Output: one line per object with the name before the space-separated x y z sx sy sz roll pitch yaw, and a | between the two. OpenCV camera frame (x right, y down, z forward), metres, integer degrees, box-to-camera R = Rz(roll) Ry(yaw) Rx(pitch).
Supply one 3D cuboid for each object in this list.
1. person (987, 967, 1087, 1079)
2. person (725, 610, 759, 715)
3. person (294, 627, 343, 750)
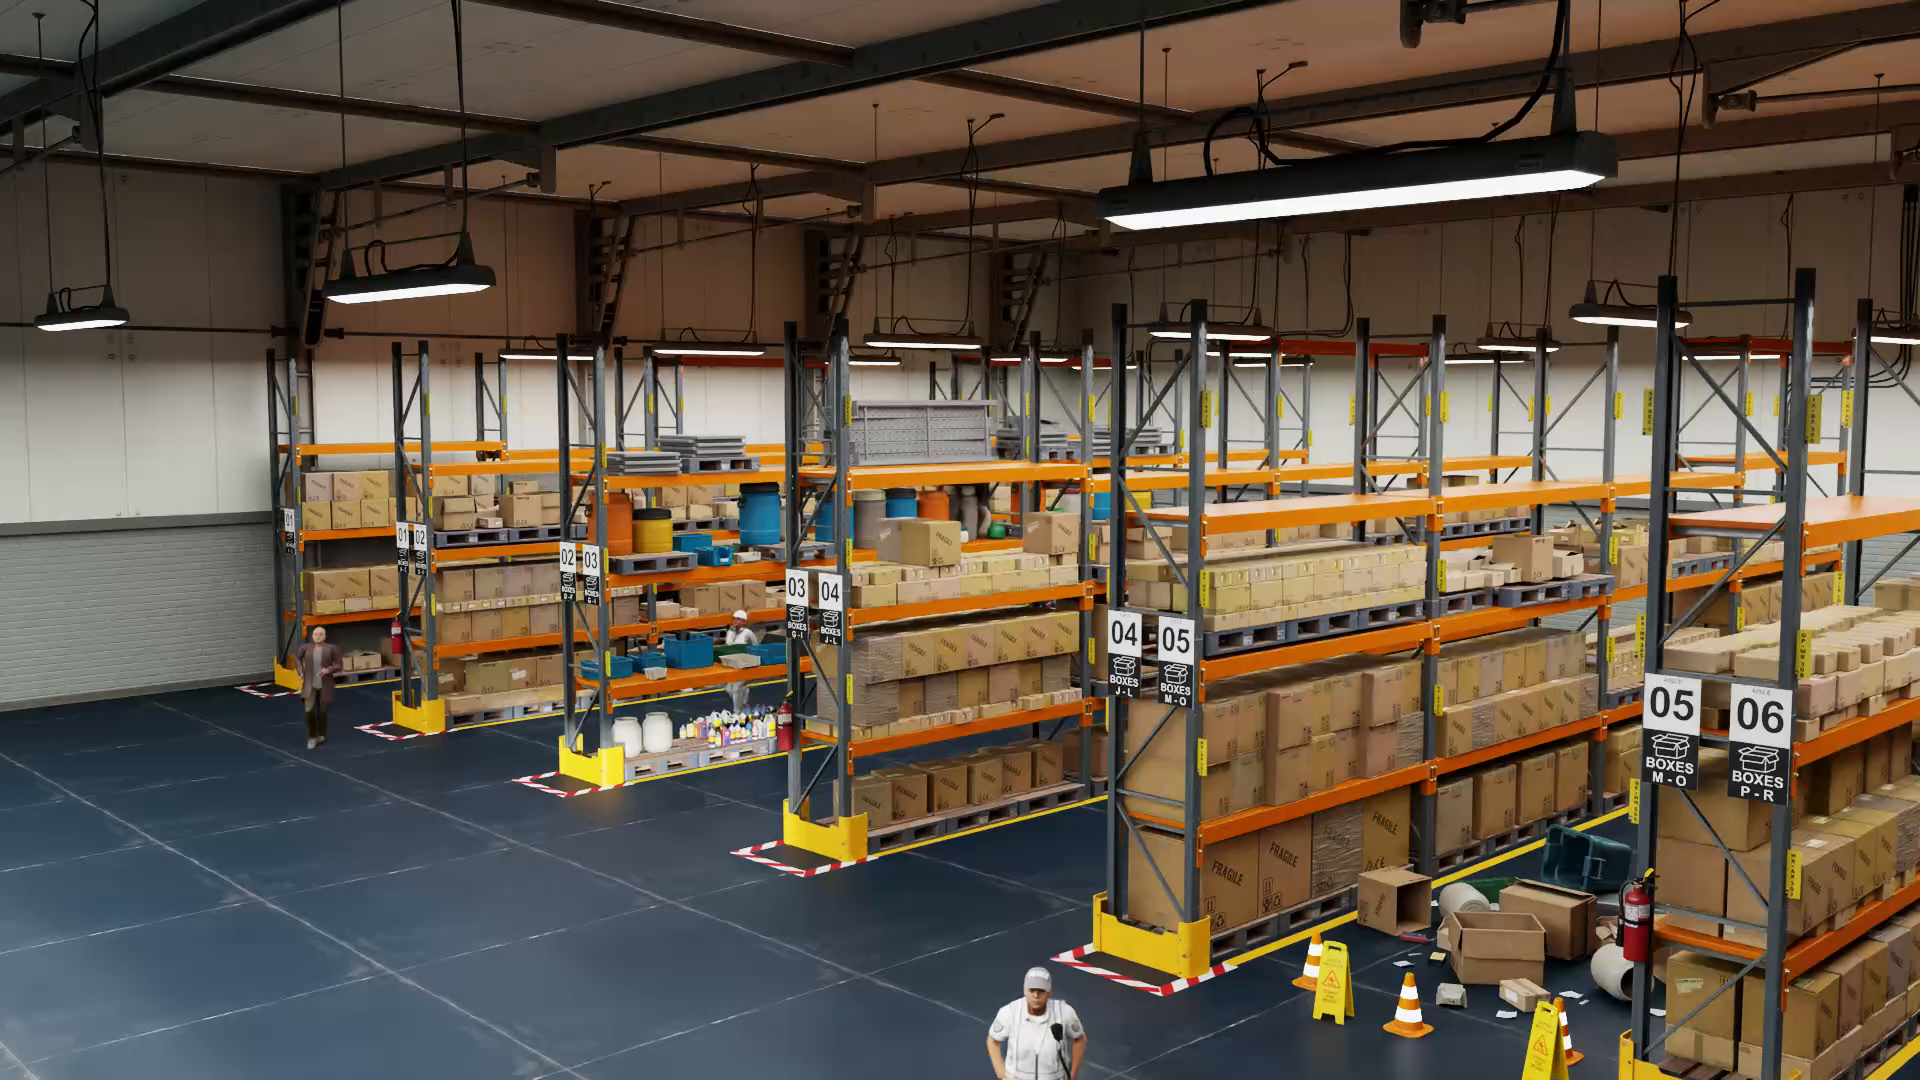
person | 0.483 3.462 10.480 0.629 1.647 0.729 0 5 4
person | -3.528 1.993 26.797 0.664 1.732 0.625 3 6 29
person | -9.444 2.181 24.496 0.702 1.813 0.724 -1 5 -16
